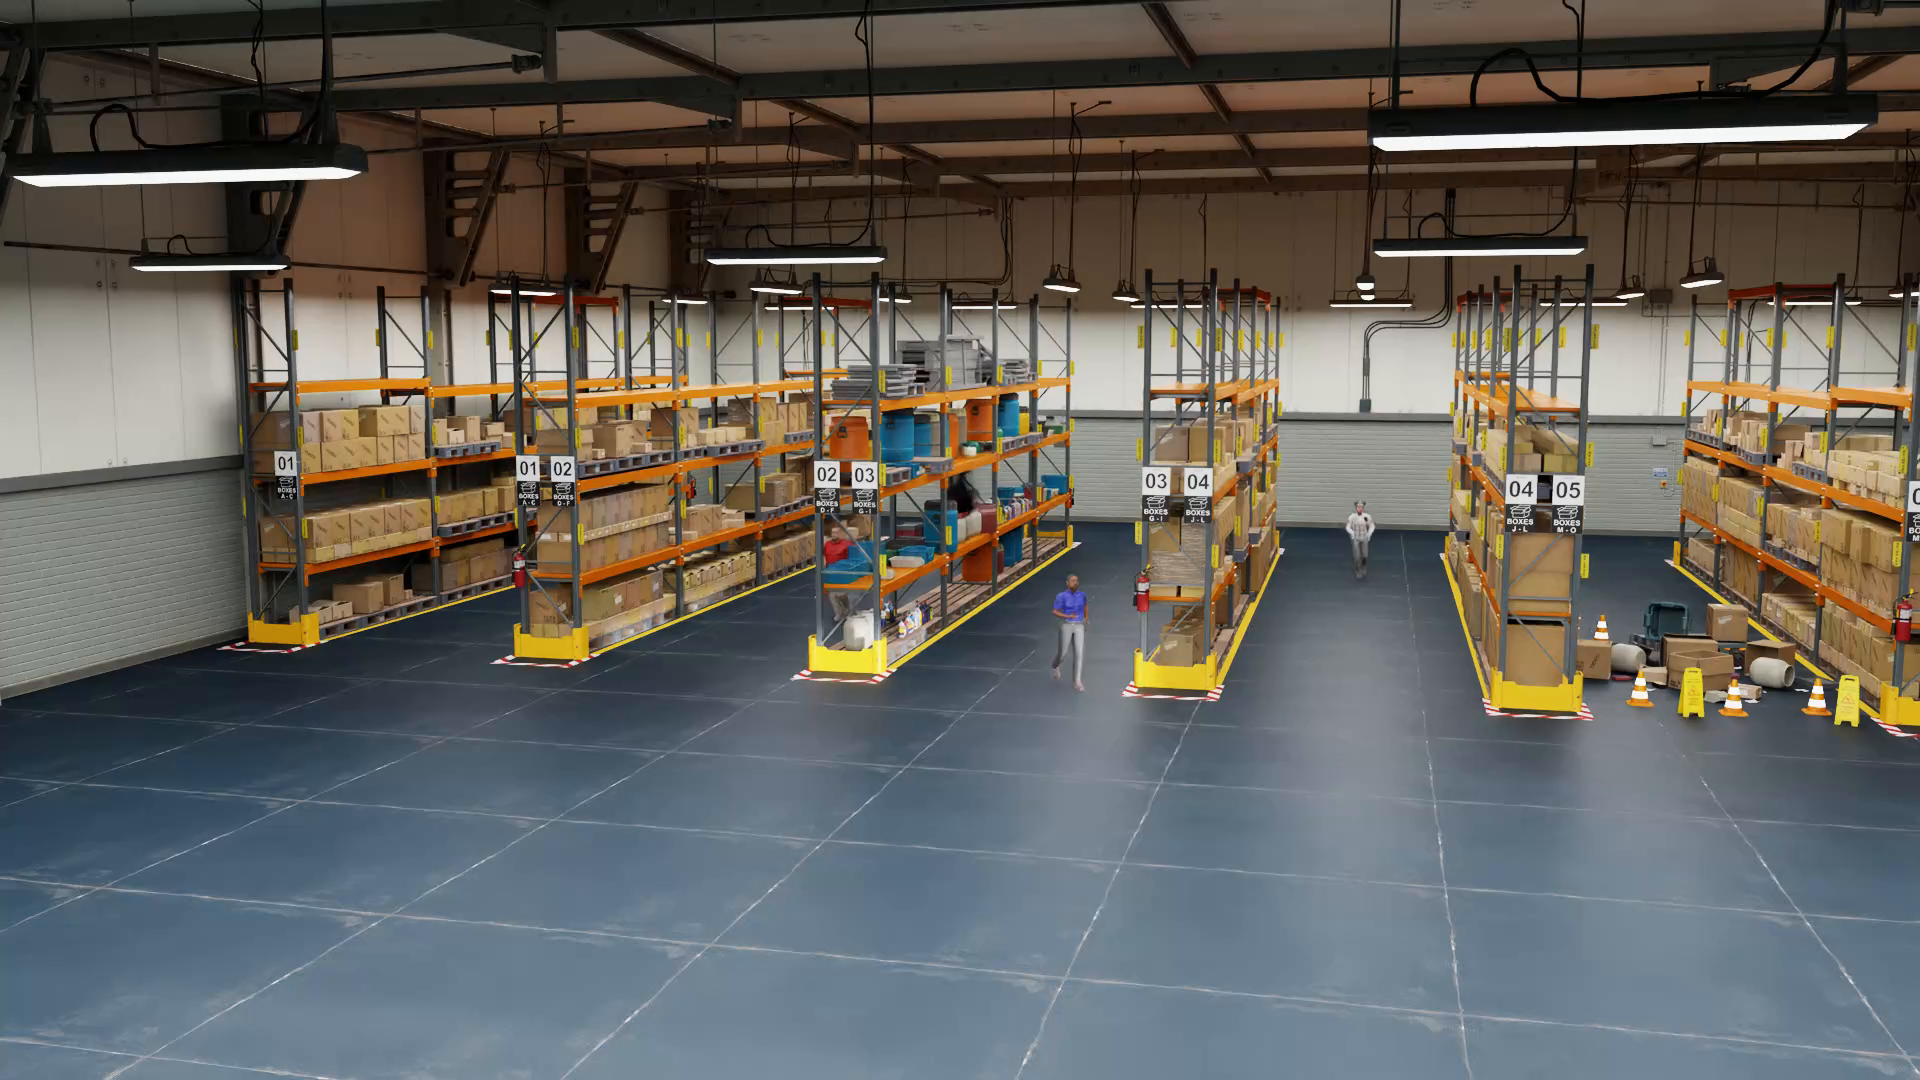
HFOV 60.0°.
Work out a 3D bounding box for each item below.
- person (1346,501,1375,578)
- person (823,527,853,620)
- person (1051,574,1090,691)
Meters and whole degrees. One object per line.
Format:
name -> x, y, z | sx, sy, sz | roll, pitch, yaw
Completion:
person -> 8.399, -0.006, 34.901 | 0.585, 1.653, 0.528 | 2, 7, 13
person -> -2.209, 0.611, 29.645 | 0.638, 1.681, 0.586 | 2, 7, 18
person -> 1.620, 1.305, 24.046 | 0.607, 1.618, 0.913 | -2, 7, -17
